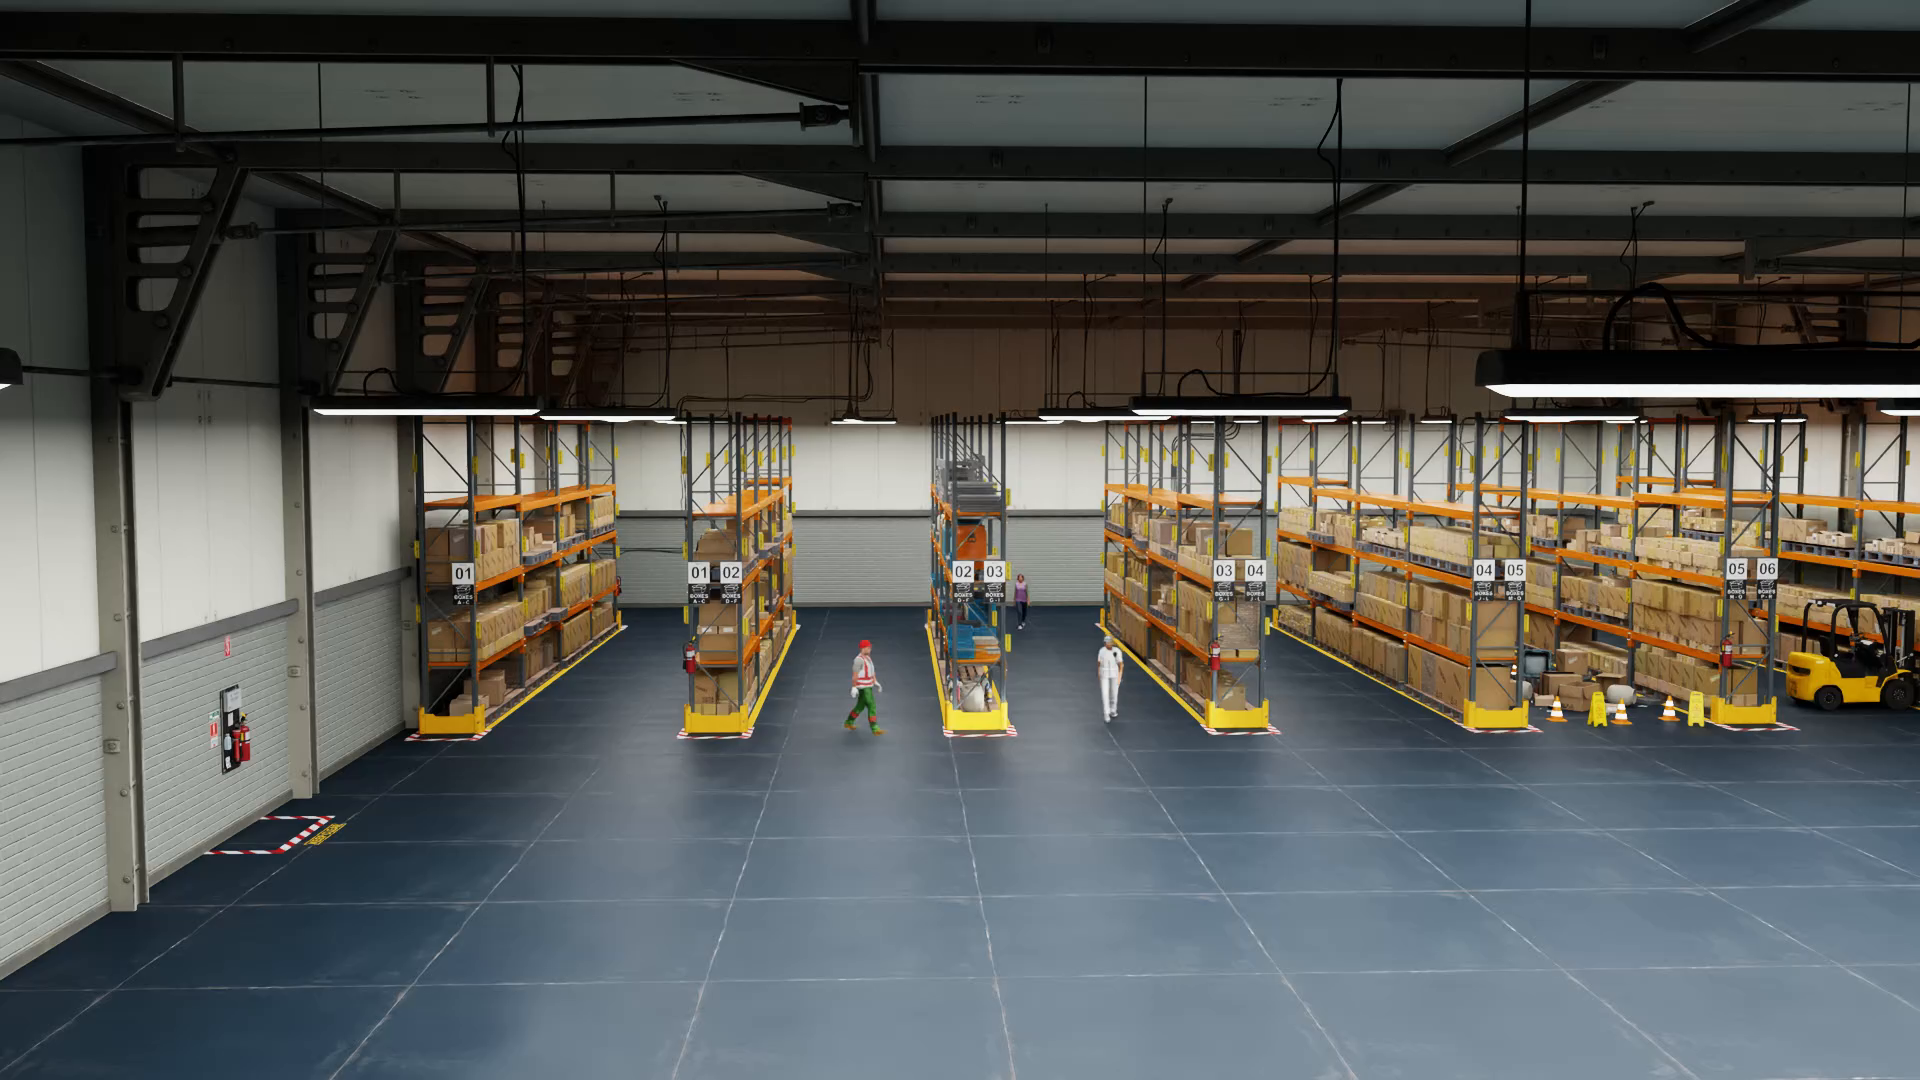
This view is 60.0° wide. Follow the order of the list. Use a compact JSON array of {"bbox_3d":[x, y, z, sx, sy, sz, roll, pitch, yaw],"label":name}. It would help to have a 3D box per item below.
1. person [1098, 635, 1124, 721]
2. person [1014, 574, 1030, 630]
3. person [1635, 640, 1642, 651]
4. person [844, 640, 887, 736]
[{"bbox_3d":[2.943,2.678,32.492,0.501,1.627,0.908,0,4,5],"label":"person"},{"bbox_3d":[1.752,1.730,47.078,0.426,1.542,0.941,0,4,-6],"label":"person"},{"bbox_3d":[17.540,2.041,42.460,0.499,1.689,0.571,-1,4,-19],"label":"person"},{"bbox_3d":[-1.762,2.745,31.041,0.946,1.765,0.535,1,4,15],"label":"person"}]
